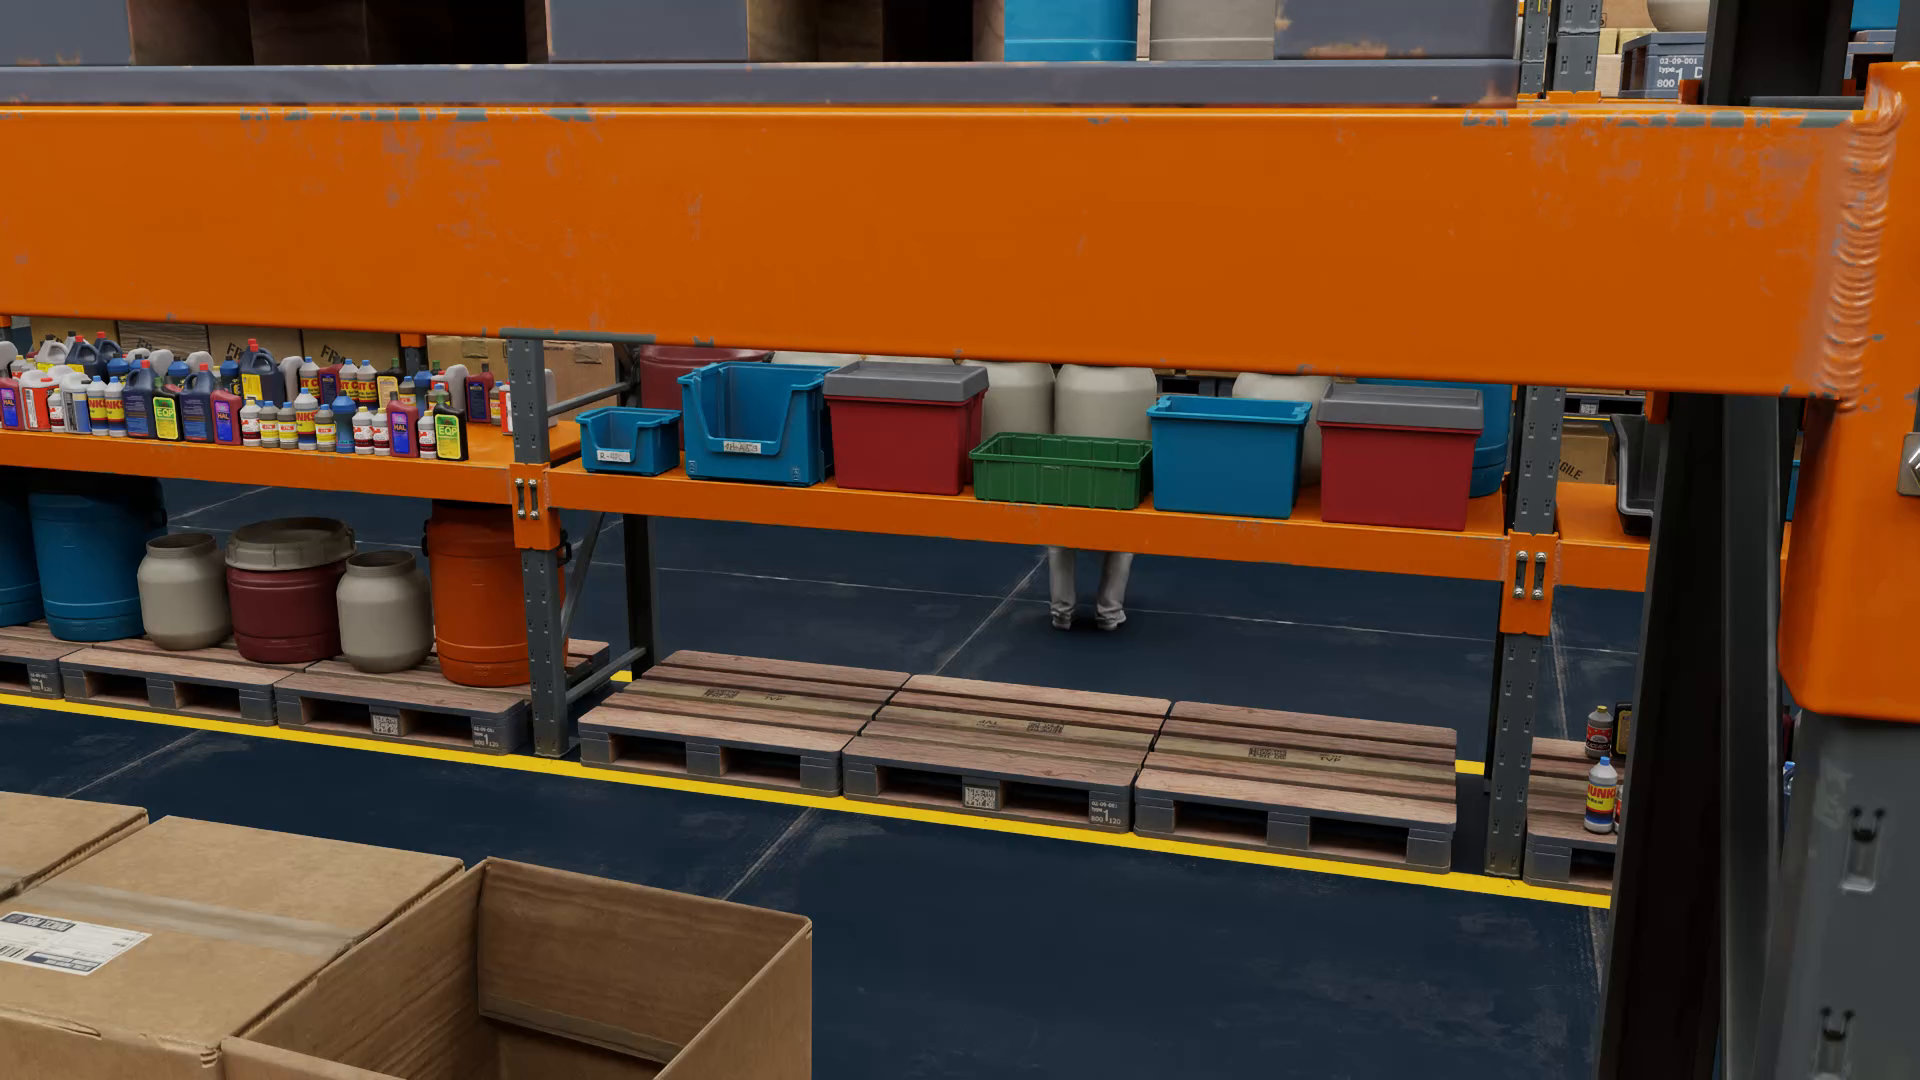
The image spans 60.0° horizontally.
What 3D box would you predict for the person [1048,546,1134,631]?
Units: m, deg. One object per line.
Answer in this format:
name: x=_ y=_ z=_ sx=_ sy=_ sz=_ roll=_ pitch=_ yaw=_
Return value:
person: x=0.748 y=-0.141 z=9.193 sx=0.485 sy=1.158 sz=0.988 roll=4 pitch=15 yaw=13
